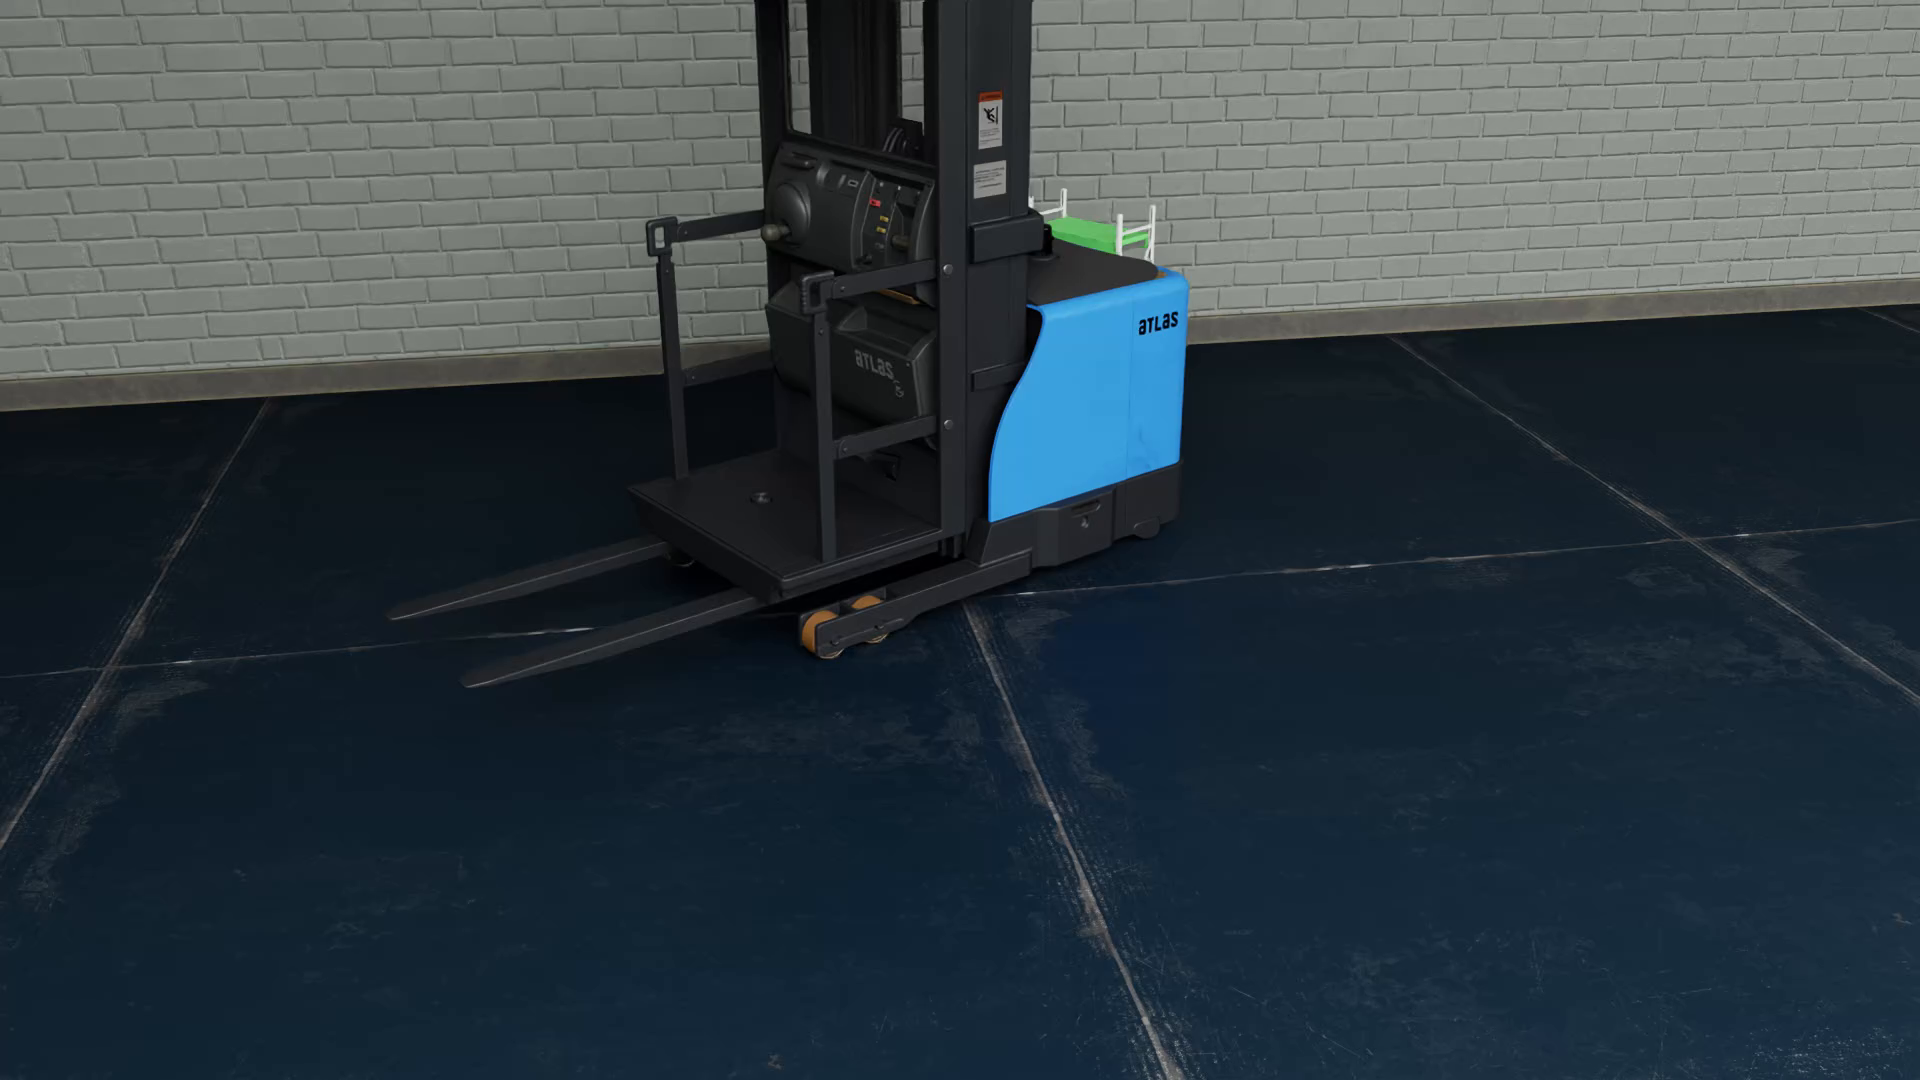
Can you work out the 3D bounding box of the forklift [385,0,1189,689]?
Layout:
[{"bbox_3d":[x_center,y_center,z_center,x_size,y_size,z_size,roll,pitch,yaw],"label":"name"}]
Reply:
[{"bbox_3d":[-0.561,-1.166,5.758,3.031,2.935,1.130,-18,29,-35],"label":"forklift"}]

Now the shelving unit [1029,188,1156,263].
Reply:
[{"bbox_3d":[0.556,-0.883,7.269,0.503,1.200,0.258,21,32,39],"label":"shelving unit"}]

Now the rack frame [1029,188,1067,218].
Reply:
[{"bbox_3d":[0.380,-0.950,7.424,0.015,1.200,0.240,21,32,39],"label":"rack frame"}]

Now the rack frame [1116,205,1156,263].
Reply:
[{"bbox_3d":[0.732,-0.815,7.115,0.015,1.200,0.240,21,32,39],"label":"rack frame"}]

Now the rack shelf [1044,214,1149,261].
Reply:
[{"bbox_3d":[0.554,-1.263,7.101,0.480,0.148,0.258,21,32,39],"label":"rack shelf"}]
